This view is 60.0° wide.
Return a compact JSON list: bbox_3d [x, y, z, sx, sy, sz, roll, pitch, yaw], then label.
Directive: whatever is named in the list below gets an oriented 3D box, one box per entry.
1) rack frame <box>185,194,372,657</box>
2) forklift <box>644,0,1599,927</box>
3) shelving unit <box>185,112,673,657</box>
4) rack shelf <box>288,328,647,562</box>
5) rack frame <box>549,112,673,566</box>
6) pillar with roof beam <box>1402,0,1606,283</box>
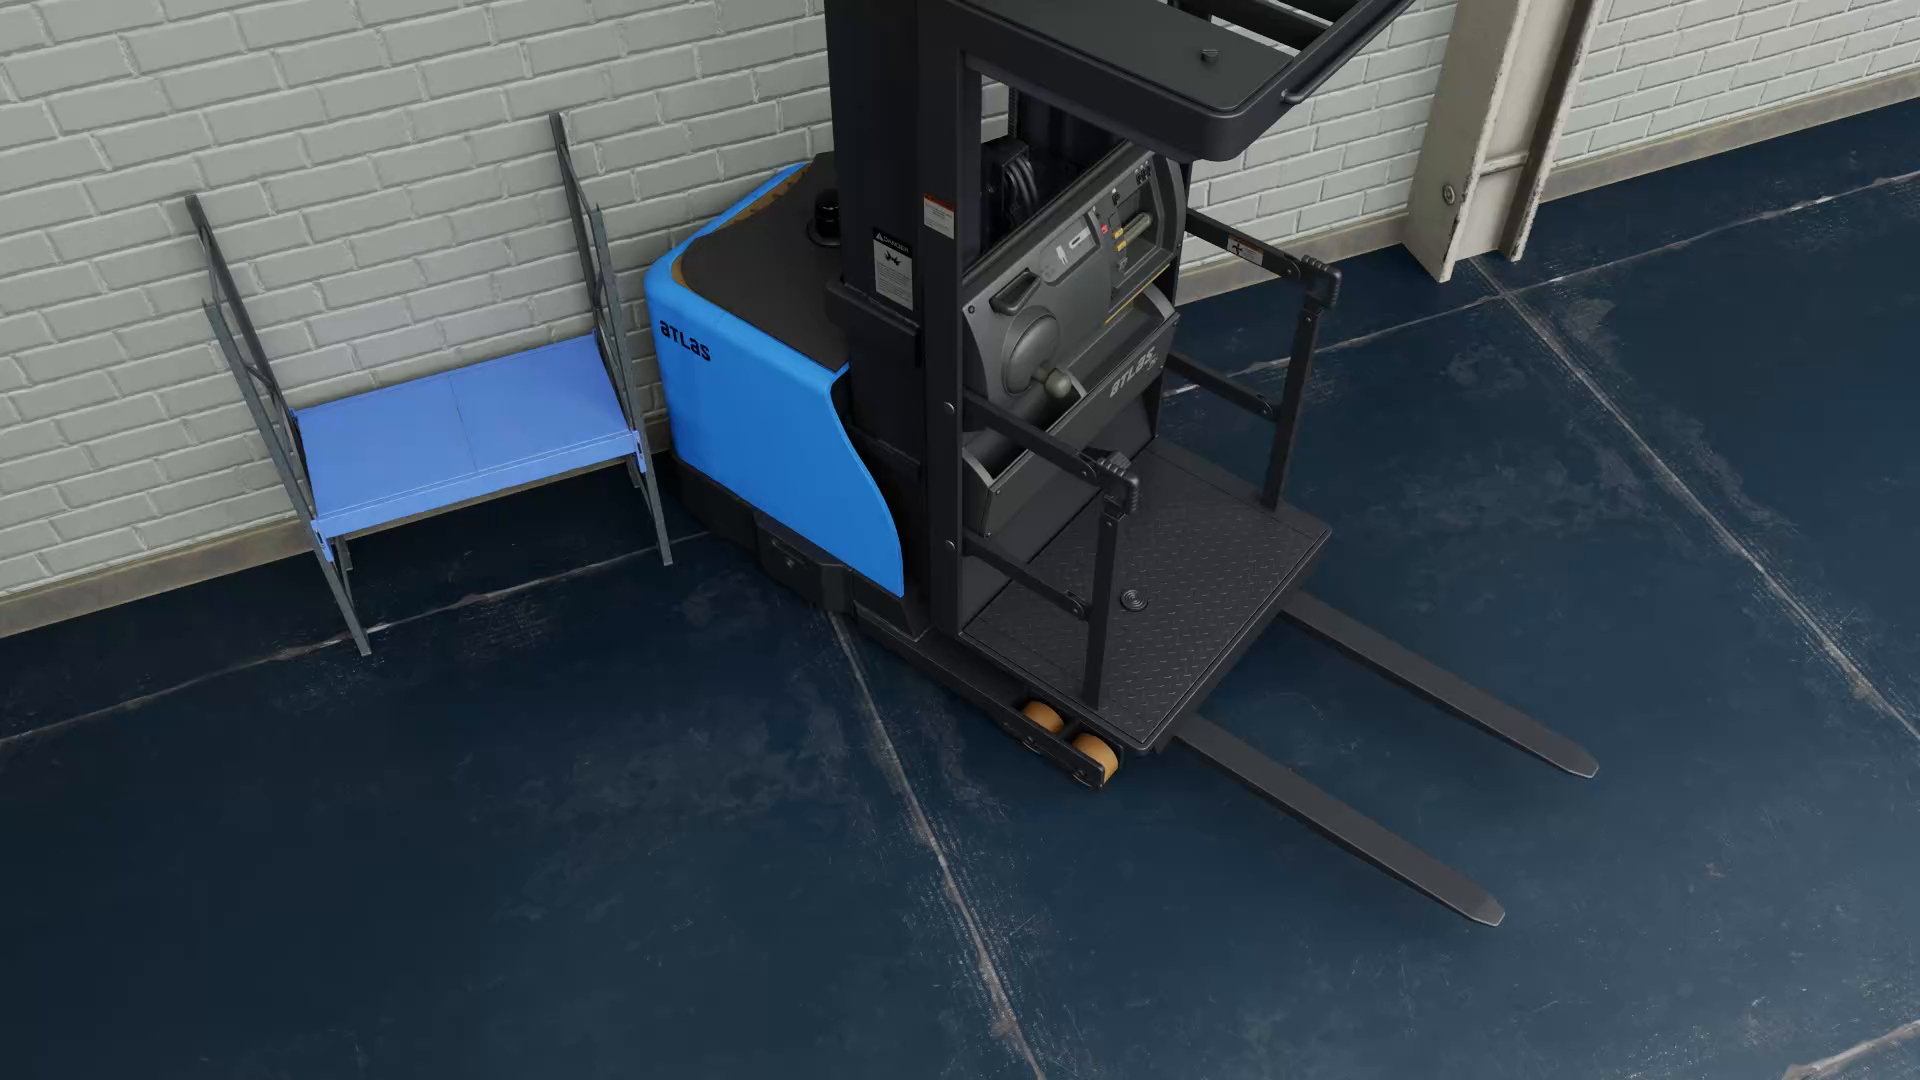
[{"bbox_3d":[-2.030,-0.287,5.008,0.032,1.500,0.500,-17,52,-14],"label":"rack frame"},{"bbox_3d":[0.488,-0.662,4.386,3.031,2.935,1.130,31,56,24],"label":"forklift"},{"bbox_3d":[-1.559,-0.433,5.133,1.048,1.500,0.538,-17,52,-14],"label":"shelving unit"},{"bbox_3d":[-1.559,-0.316,5.270,1.000,0.185,0.538,-17,52,-14],"label":"rack shelf"},{"bbox_3d":[-1.089,-0.579,5.258,0.032,1.500,0.500,-17,52,-14],"label":"rack frame"},{"bbox_3d":[3.662,-1.098,0.762,0.400,9.000,9.100,-17,52,-14],"label":"pillar with roof beam"}]
